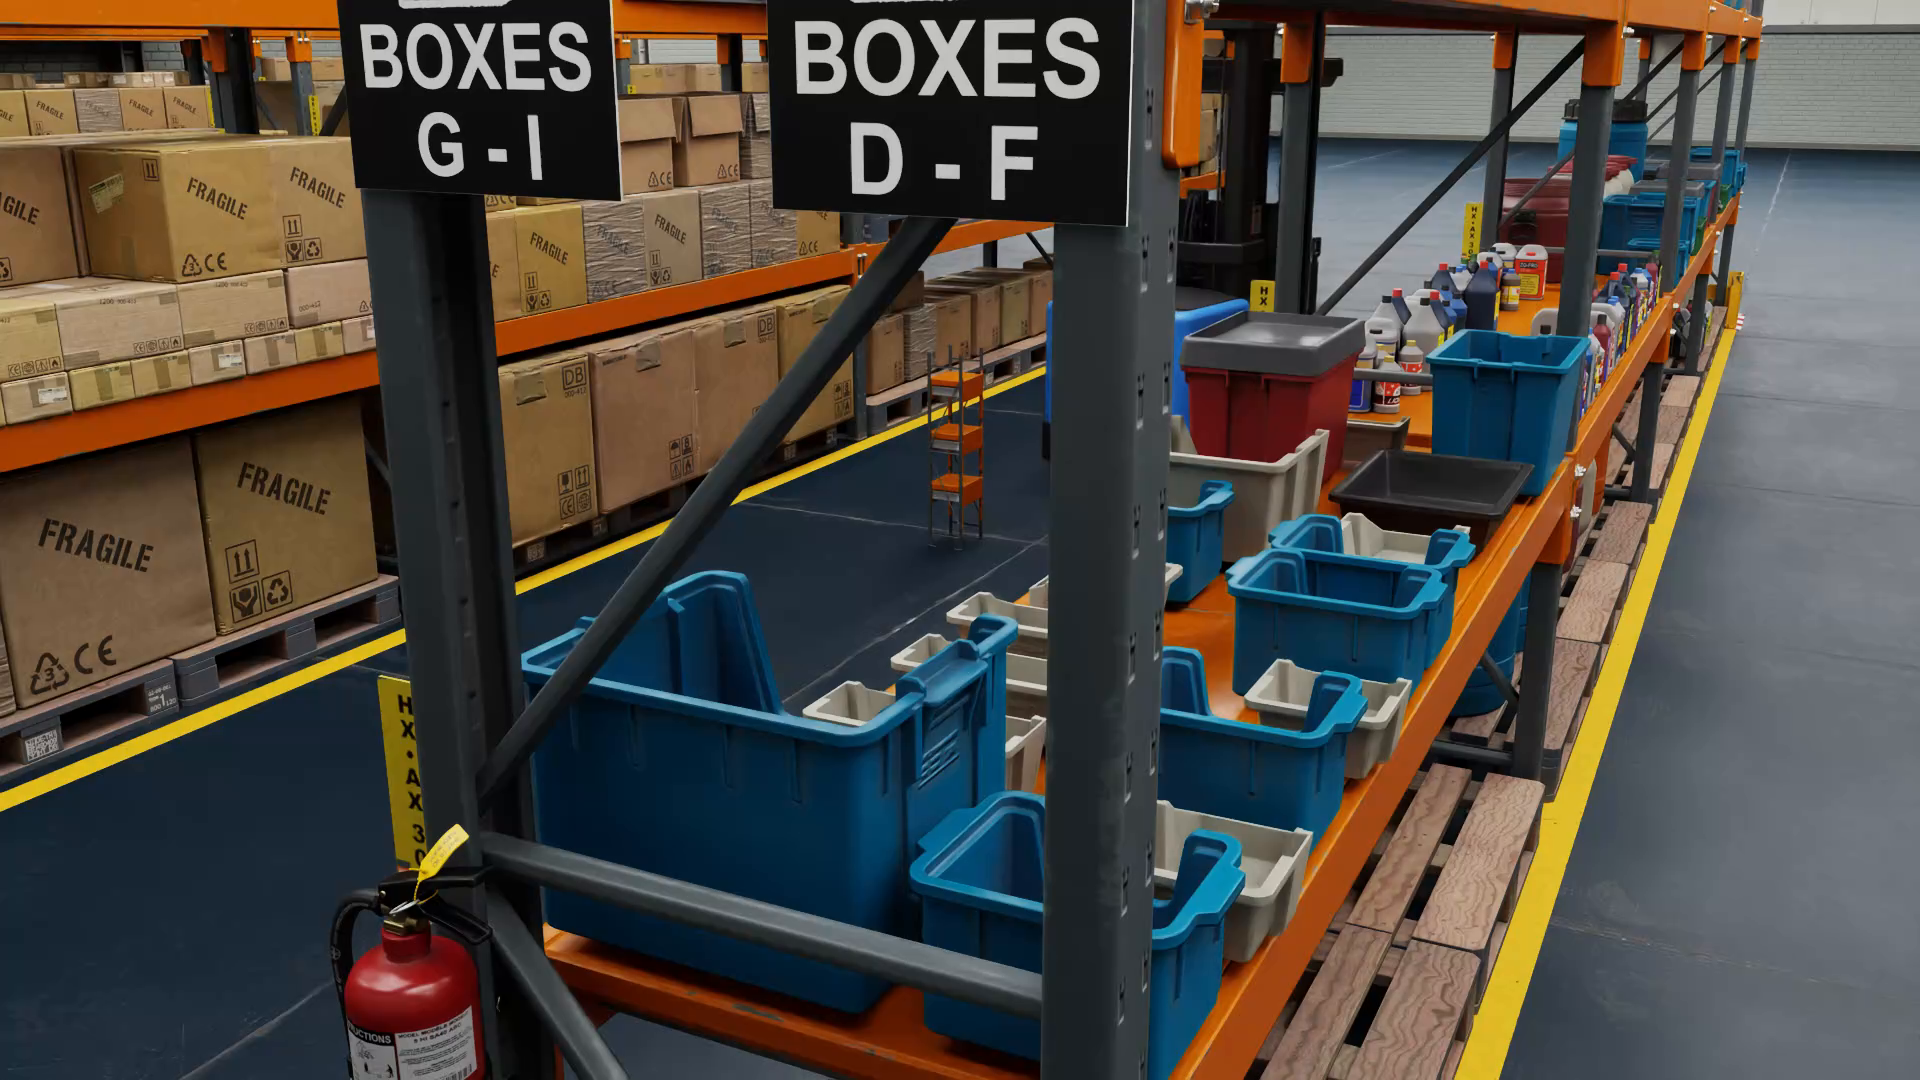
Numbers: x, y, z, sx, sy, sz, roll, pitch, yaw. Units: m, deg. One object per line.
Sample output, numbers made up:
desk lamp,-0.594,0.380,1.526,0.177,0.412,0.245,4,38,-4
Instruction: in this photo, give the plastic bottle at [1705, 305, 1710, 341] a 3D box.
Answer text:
plastic bottle,6.116,-1.815,13.748,0.144,0.351,0.185,8,18,25

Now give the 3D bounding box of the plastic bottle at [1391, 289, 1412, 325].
plastic bottle,1.736,-0.827,6.625,0.144,0.351,0.185,8,18,25

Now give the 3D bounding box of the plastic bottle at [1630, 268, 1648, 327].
plastic bottle,3.179,-1.142,7.827,0.097,0.271,0.097,0,17,0

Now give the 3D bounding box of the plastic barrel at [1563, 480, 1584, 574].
plastic barrel,2.615,-0.177,7.850,0.600,0.588,0.708,8,18,25

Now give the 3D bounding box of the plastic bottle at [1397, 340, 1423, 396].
plastic bottle,1.705,-0.656,6.312,0.097,0.201,0.097,0,17,0

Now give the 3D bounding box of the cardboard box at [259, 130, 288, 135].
cardboard box,-5.309,-3.016,12.569,0.380,0.149,0.250,7,18,23

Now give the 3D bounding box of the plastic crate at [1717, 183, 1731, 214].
plastic crate,5.969,-2.773,13.465,0.450,0.188,0.662,8,18,25

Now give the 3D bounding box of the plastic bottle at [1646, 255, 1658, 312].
plastic bottle,3.421,-1.274,8.251,0.061,0.283,0.133,8,18,25

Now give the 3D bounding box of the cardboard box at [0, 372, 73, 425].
cardboard box,-3.427,-0.526,5.967,0.380,0.149,0.250,8,19,26

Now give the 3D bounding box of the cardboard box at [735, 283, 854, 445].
cardboard box,-1.435,-1.186,10.743,1.225,0.875,0.875,7,18,23

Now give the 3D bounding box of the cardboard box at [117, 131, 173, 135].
cardboard box,-6.111,-2.975,12.432,0.380,0.149,0.250,8,18,25

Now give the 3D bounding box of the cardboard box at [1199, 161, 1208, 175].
cardboard box,2.346,-3.861,17.196,0.380,0.149,0.250,8,18,25

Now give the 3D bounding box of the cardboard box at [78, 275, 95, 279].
cardboard box,-3.567,-1.016,6.917,0.500,0.250,0.500,8,18,25

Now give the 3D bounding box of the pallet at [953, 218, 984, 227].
pallet,-0.260,-2.594,12.826,1.003,0.211,1.213,8,18,25

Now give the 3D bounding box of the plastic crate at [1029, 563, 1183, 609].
plastic crate,0.311,0.135,3.660,0.298,0.136,0.250,8,18,25

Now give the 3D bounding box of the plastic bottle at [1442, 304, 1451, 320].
plastic bottle,1.931,-0.818,6.734,0.097,0.271,0.097,0,17,0

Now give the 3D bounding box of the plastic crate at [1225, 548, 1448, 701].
plastic crate,0.741,0.187,3.316,0.416,0.233,0.300,8,18,25

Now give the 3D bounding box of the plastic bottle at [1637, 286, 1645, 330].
plastic bottle,3.135,-1.084,7.754,0.097,0.201,0.097,0,17,0

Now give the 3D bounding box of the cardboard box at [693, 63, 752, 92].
cardboard box,-2.782,-4.942,18.235,0.875,0.550,0.500,8,18,25

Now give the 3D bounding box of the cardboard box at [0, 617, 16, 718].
cardboard box,-4.062,0.274,5.829,0.875,0.875,0.875,8,18,25

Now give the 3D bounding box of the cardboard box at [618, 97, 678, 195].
cardboard box,-2.037,-2.184,9.171,0.797,0.503,0.637,9,19,27

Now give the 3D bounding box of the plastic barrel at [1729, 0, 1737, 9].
plastic barrel,4.785,-3.919,10.804,0.600,0.901,0.600,0,17,0

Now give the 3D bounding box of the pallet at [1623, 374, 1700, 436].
pallet,4.794,-1.023,12.099,1.003,0.211,1.213,8,18,25

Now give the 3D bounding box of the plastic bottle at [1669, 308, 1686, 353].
plastic bottle,5.713,-1.677,13.283,0.144,0.351,0.185,8,18,25

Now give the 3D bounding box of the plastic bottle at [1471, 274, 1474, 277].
plastic bottle,2.498,-1.204,8.158,0.097,0.201,0.097,0,17,0

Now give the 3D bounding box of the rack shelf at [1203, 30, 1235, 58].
rack shelf,1.573,-4.798,15.904,1.077,0.370,4.000,8,18,25

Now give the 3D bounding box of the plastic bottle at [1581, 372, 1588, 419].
plastic bottle,2.176,-0.537,5.913,0.097,0.201,0.097,0,17,0

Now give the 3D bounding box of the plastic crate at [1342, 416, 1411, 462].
plastic crate,1.200,-0.329,5.222,0.396,0.136,0.243,8,18,25

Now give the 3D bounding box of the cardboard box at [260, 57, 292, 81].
cardboard box,-7.796,-5.210,18.844,0.700,0.500,0.500,8,18,25

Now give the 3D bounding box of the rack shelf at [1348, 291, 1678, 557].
rack shelf,2.429,-0.692,7.349,1.077,0.370,4.000,8,18,25

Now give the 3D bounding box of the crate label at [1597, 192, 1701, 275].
crate label,4.009,-1.782,9.693,0.502,0.435,0.616,8,18,25

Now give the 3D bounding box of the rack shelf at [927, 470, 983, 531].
rack shelf,-0.024,-0.213,8.911,0.215,0.259,0.240,8,18,25

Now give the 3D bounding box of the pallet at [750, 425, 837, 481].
pallet,-1.528,-0.648,10.836,1.003,0.211,1.213,8,18,25

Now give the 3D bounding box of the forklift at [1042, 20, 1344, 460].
forklift,1.789,-2.116,10.999,1.130,2.935,3.031,12,20,34

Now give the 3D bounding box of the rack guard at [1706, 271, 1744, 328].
rack guard,6.906,-2.360,16.093,1.175,0.500,0.348,8,18,25

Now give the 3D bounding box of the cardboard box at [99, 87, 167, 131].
cardboard box,-8.644,-4.444,17.282,0.500,0.500,0.500,9,19,27

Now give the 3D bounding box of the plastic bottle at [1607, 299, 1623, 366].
plastic bottle,2.677,-0.856,6.864,0.097,0.271,0.097,0,17,0

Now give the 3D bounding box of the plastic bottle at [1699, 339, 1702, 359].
plastic bottle,5.736,-1.512,12.988,0.097,0.201,0.097,0,17,0

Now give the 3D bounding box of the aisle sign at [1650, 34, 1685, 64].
aisle sign,6.668,-4.886,15.639,0.394,0.787,0.004,8,18,25

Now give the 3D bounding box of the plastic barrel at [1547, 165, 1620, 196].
plastic barrel,3.965,-2.117,10.646,0.433,0.535,0.433,0,17,0

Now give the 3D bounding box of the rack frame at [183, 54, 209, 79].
rack frame,-10.841,-6.105,24.312,1.000,3.000,0.127,8,18,25

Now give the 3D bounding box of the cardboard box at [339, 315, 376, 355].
cardboard box,-2.739,-0.918,7.287,0.380,0.149,0.250,8,18,26

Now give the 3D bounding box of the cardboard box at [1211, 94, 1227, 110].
cardboard box,2.442,-4.712,17.168,0.500,0.500,0.500,8,18,25

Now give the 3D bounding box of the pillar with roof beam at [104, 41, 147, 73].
pillar with roof beam,-8.108,-8.371,21.403,9.100,9.000,0.400,8,18,25

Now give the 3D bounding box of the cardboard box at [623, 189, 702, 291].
cardboard box,-1.792,-1.679,9.232,0.500,0.500,0.500,8,19,26

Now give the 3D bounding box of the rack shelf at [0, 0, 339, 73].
rack shelf,-3.789,-1.741,5.613,1.077,0.370,4.000,8,18,25

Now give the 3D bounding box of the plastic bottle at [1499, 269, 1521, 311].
plastic bottle,2.753,-1.253,8.323,0.097,0.201,0.097,0,17,0

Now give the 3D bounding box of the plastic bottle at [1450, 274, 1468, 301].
plastic bottle,2.220,-1.064,7.557,0.152,0.276,0.135,8,18,25

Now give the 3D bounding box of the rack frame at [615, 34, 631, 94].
rack frame,-3.713,-3.852,16.725,1.000,3.000,0.127,8,18,25

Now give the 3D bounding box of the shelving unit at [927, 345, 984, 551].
shelving unit,-0.024,-0.490,8.829,0.215,1.050,0.252,8,18,25

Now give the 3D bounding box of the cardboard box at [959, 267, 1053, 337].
cardboard box,0.385,-2.054,14.290,0.700,0.500,0.500,7,18,21

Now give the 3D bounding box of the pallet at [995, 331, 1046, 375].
pallet,0.333,-1.660,14.242,1.003,0.211,1.213,8,18,25

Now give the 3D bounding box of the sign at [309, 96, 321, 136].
sign,-5.011,-3.284,12.917,0.100,0.325,0.005,8,18,25
